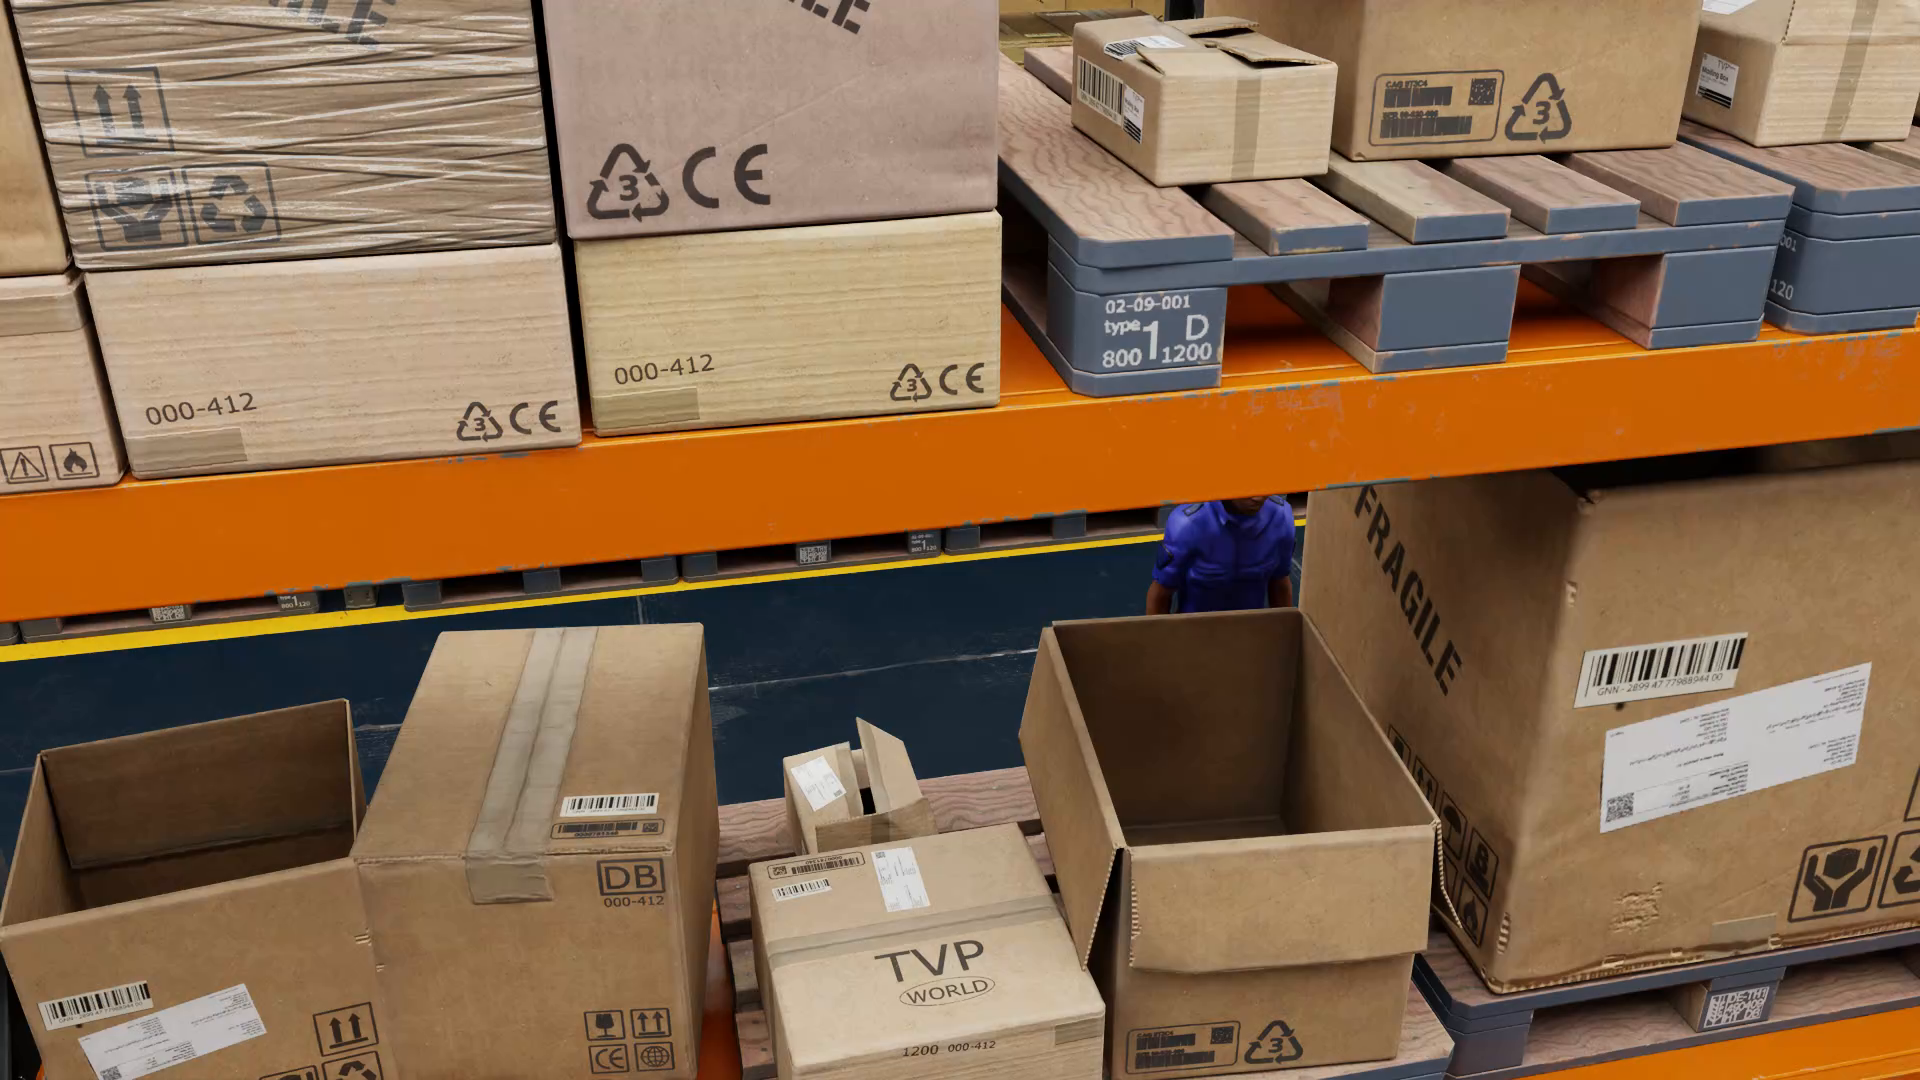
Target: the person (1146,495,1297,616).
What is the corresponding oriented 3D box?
[{"bbox_3d":[0.829,0.388,5.356,0.505,1.655,0.347,-6,27,-11],"label":"person"}]
